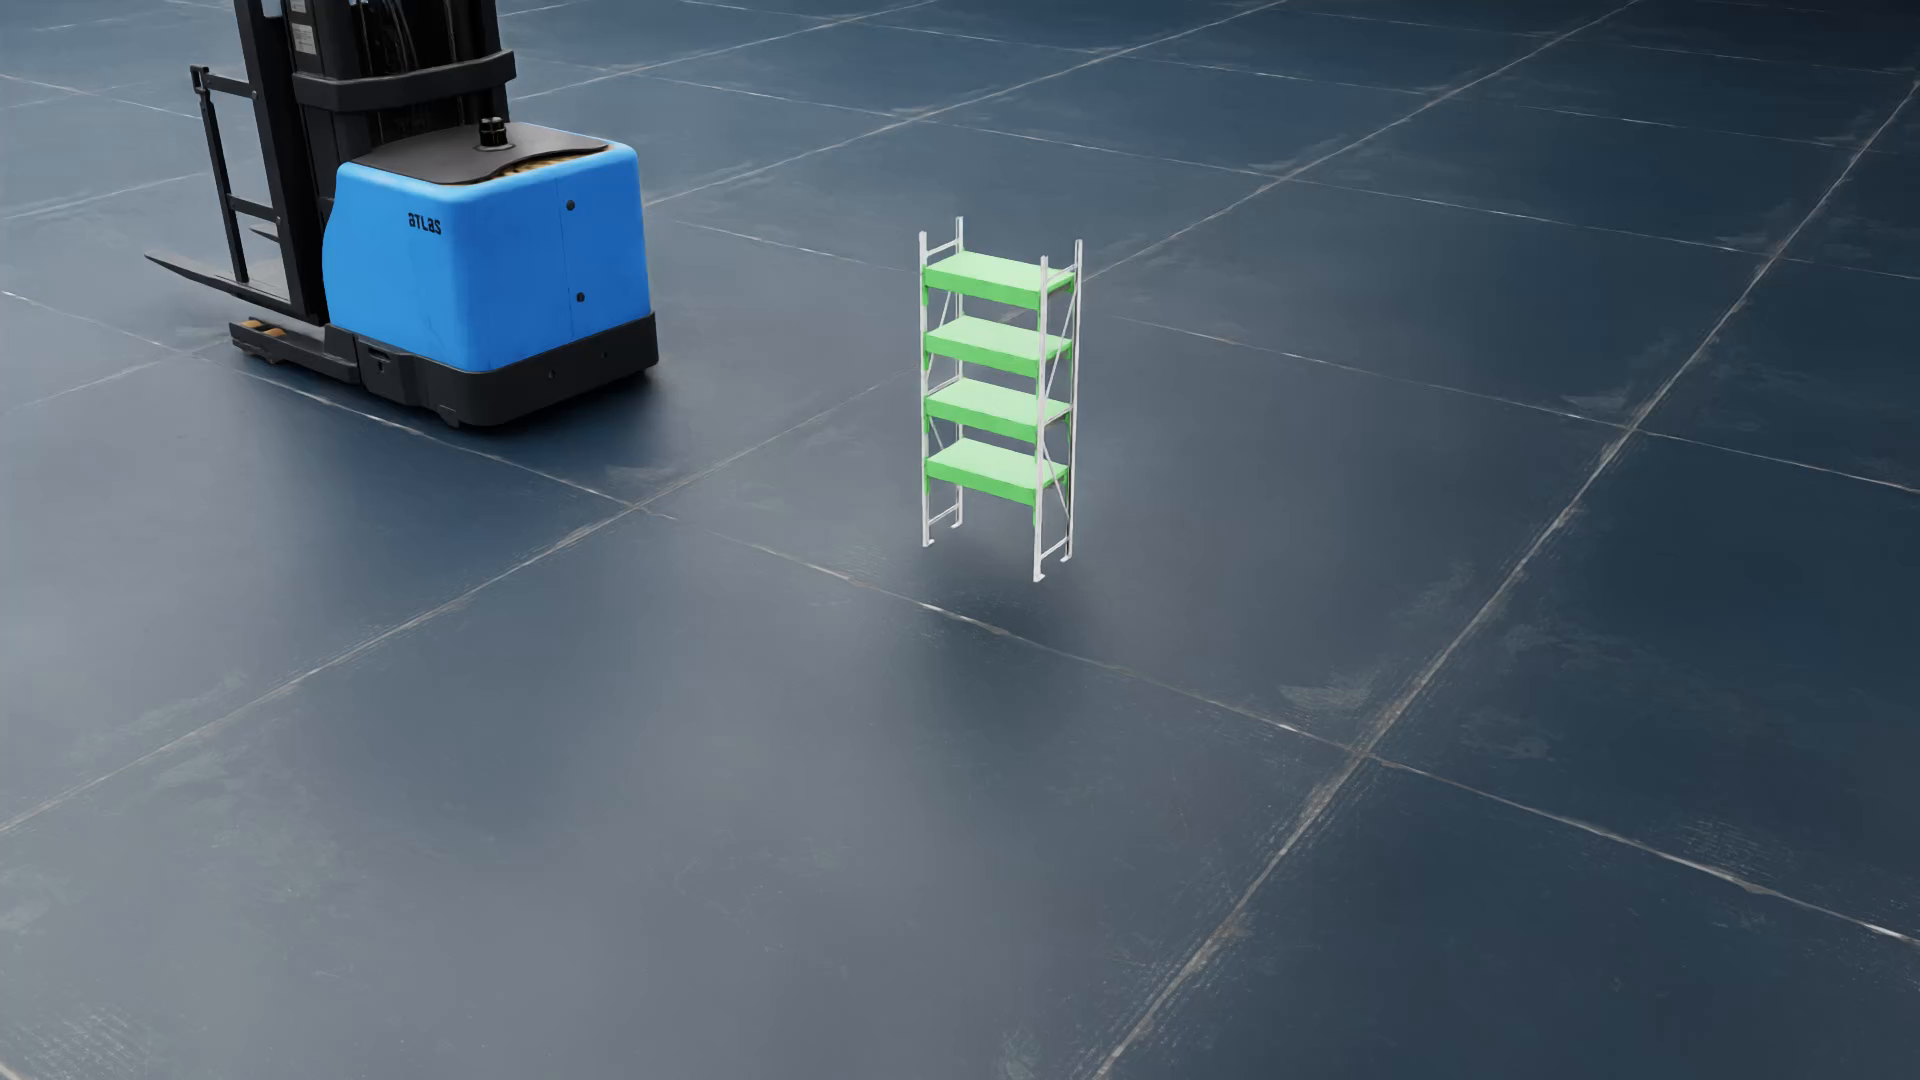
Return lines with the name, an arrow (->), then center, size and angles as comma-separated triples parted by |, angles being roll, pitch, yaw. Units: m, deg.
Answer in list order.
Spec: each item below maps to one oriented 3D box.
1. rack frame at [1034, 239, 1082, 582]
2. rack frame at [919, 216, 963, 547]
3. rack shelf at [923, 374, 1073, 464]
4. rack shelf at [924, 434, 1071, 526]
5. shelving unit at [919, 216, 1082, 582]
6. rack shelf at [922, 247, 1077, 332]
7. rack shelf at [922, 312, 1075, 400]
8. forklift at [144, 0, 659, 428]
rack frame -> 0.338, -0.430, 5.771 | 0.015, 1.200, 0.240 | 17, 32, 30
rack frame -> -0.065, -0.555, 6.017 | 0.015, 1.200, 0.240 | 17, 32, 30
rack shelf -> 0.136, -0.435, 5.923 | 0.480, 0.148, 0.258 | 17, 32, 30
rack shelf -> 0.136, -0.221, 6.032 | 0.480, 0.148, 0.258 | 17, 32, 30
shelving unit -> 0.136, -0.492, 5.894 | 0.503, 1.200, 0.258 | 17, 32, 30
rack shelf -> 0.136, -0.863, 5.706 | 0.480, 0.148, 0.258 | 17, 32, 30
rack shelf -> 0.136, -0.649, 5.814 | 0.480, 0.148, 0.258 | 17, 32, 30
forklift -> -2.876, -2.311, 7.560 | 3.031, 2.935, 1.130 | 19, 33, 33
